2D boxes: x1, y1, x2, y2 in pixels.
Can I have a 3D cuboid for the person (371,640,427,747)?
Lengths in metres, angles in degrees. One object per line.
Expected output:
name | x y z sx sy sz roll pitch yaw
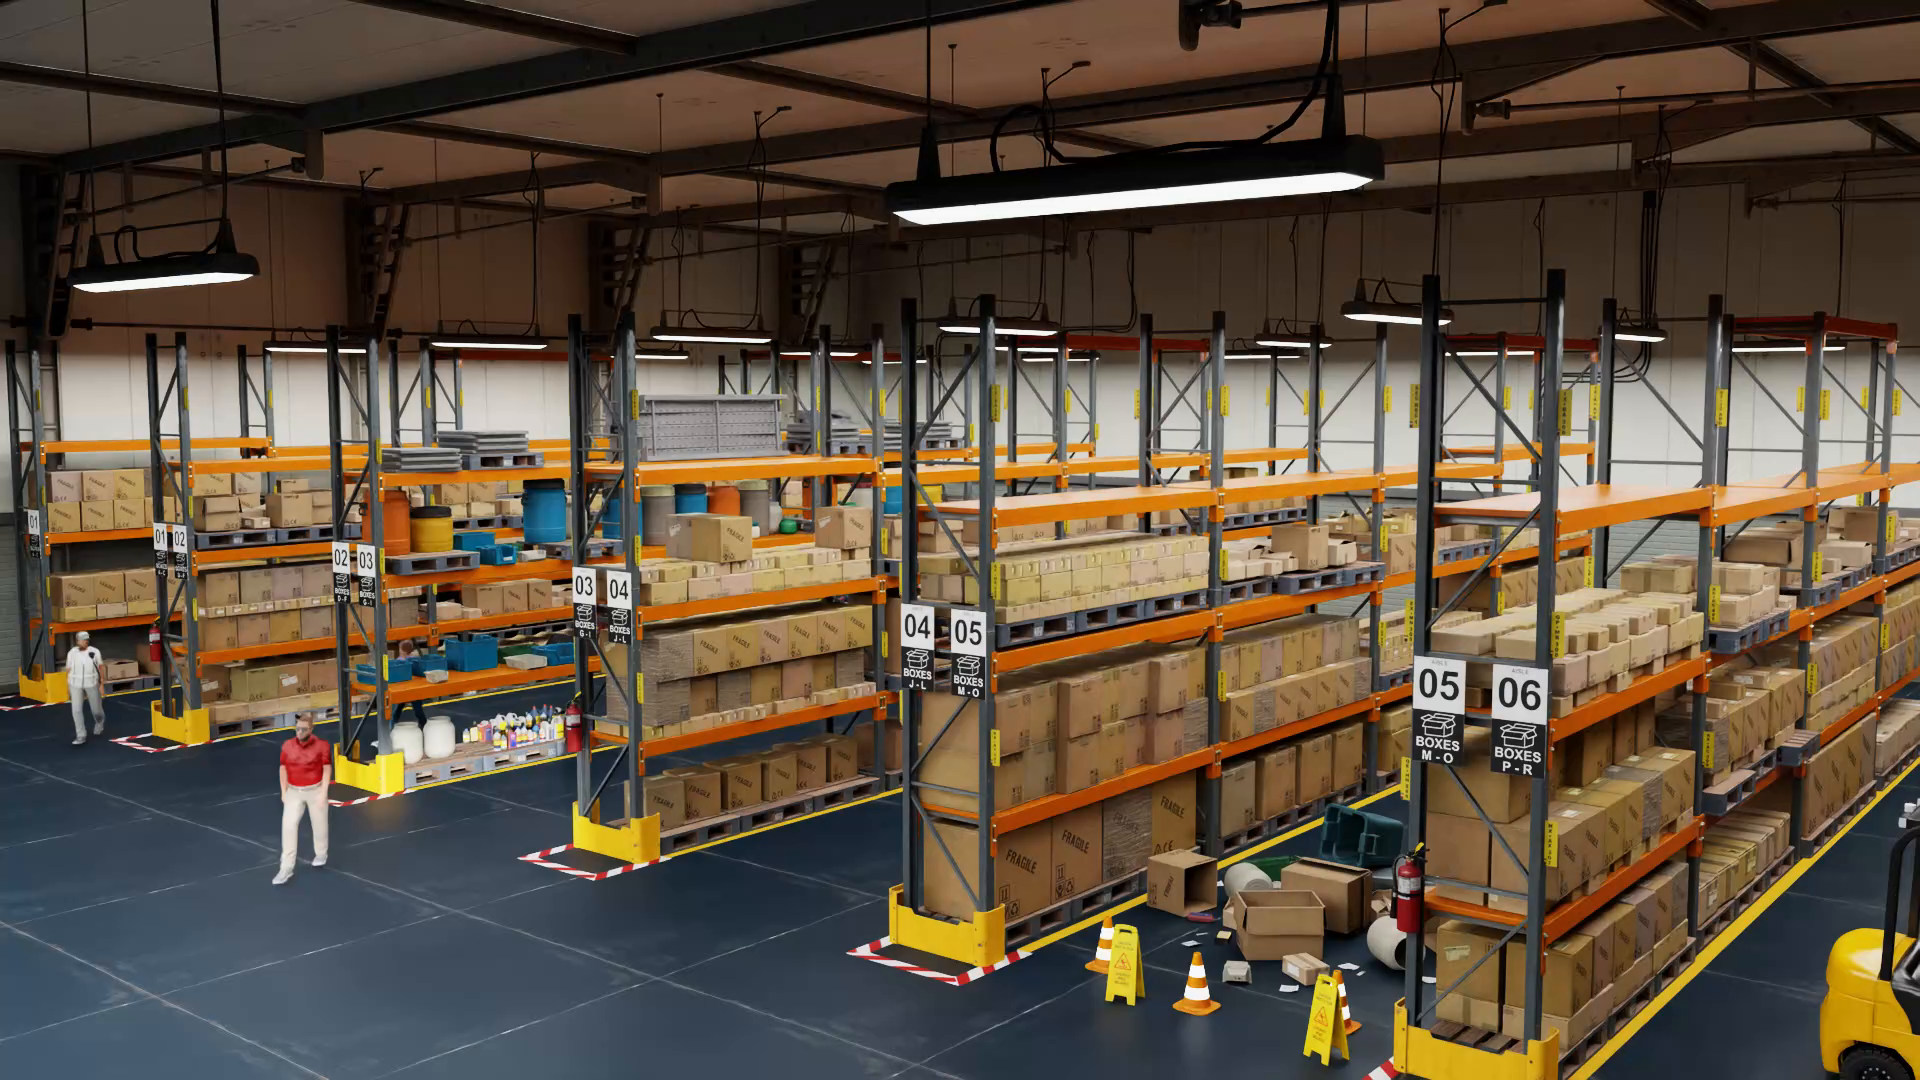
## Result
person | -8.037 2.212 24.011 0.435 1.546 0.967 2 6 23

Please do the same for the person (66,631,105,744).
person | -12.871 2.134 24.488 0.512 1.622 0.830 -2 5 -19

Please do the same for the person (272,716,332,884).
person | -6.987 2.708 17.718 0.570 1.682 0.946 -1 5 -12
